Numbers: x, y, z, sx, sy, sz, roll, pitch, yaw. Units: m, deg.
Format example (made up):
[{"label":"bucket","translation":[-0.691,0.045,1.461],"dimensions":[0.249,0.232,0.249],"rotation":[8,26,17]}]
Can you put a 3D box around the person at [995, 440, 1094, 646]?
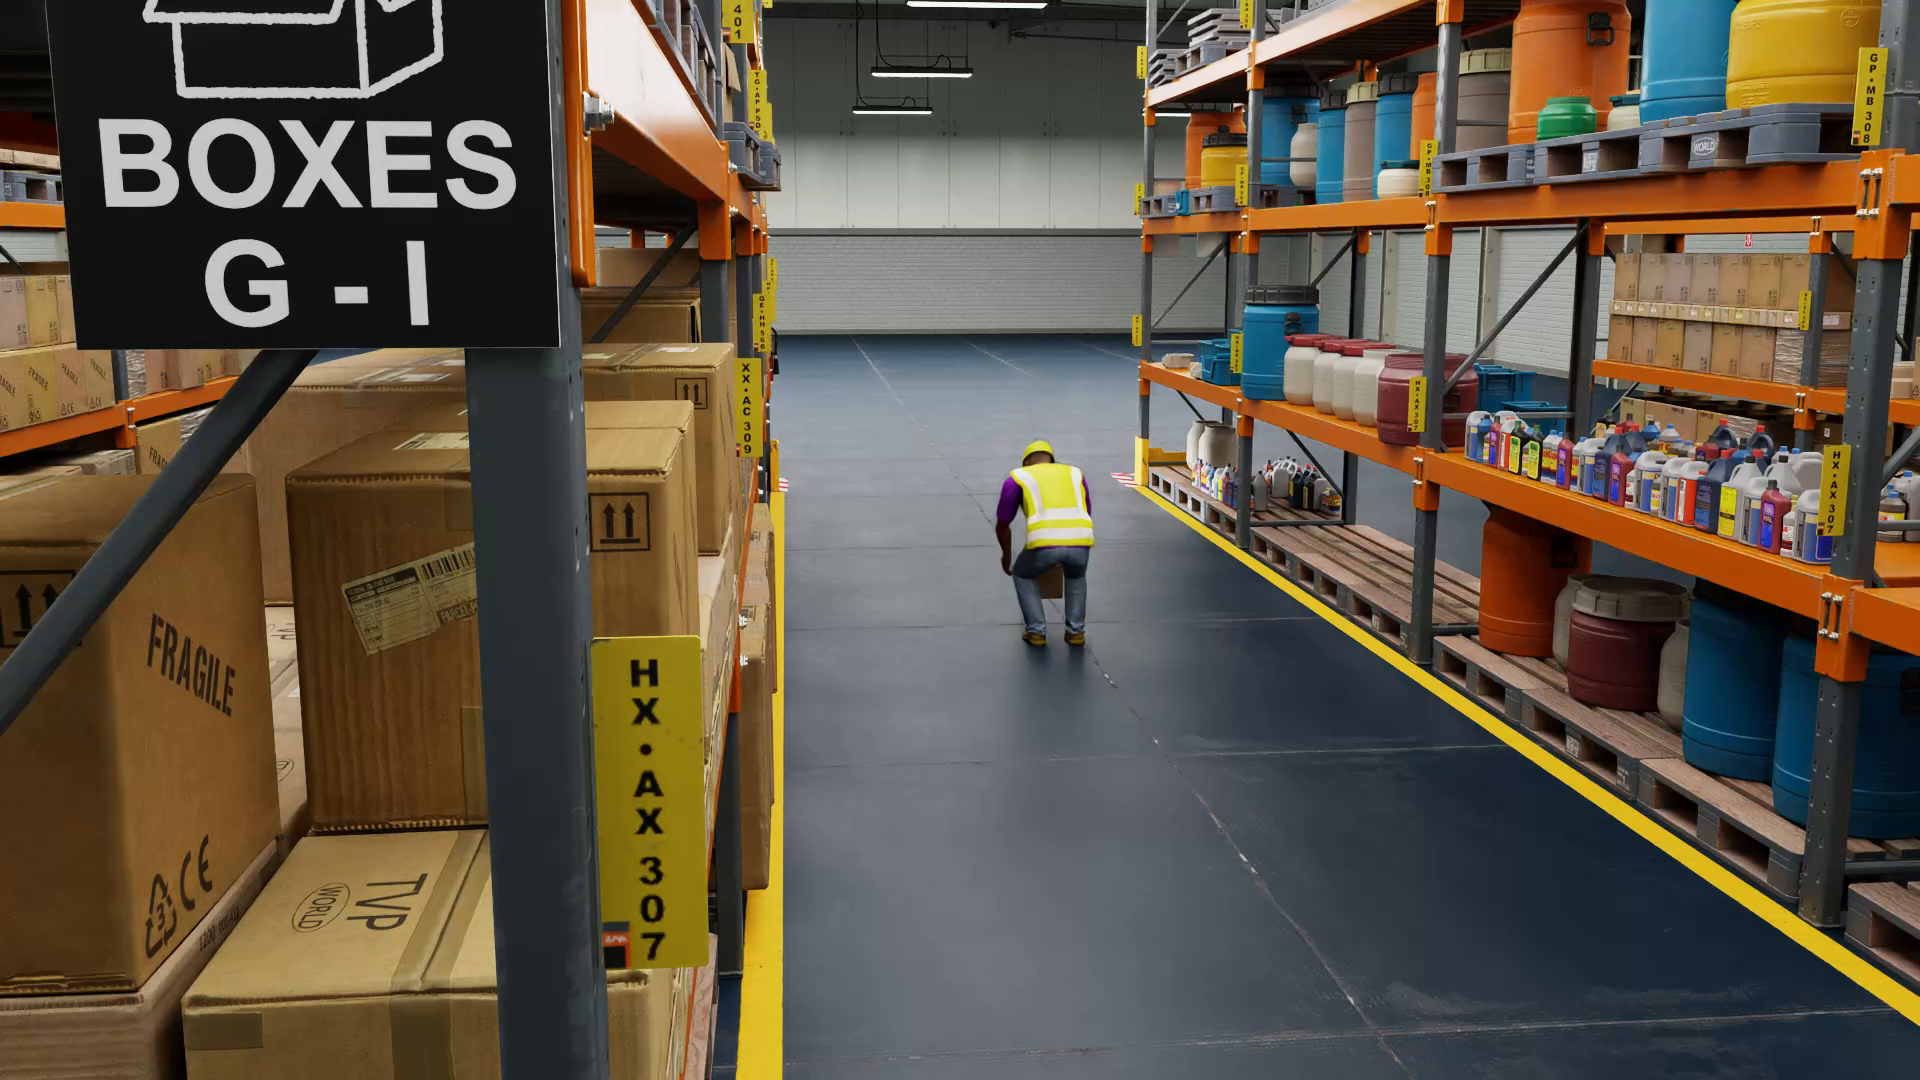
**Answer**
[{"label":"person","translation":[0.555,0.019,10.699],"dimensions":[0.626,1.260,0.823],"rotation":[-1,10,-6]}]
